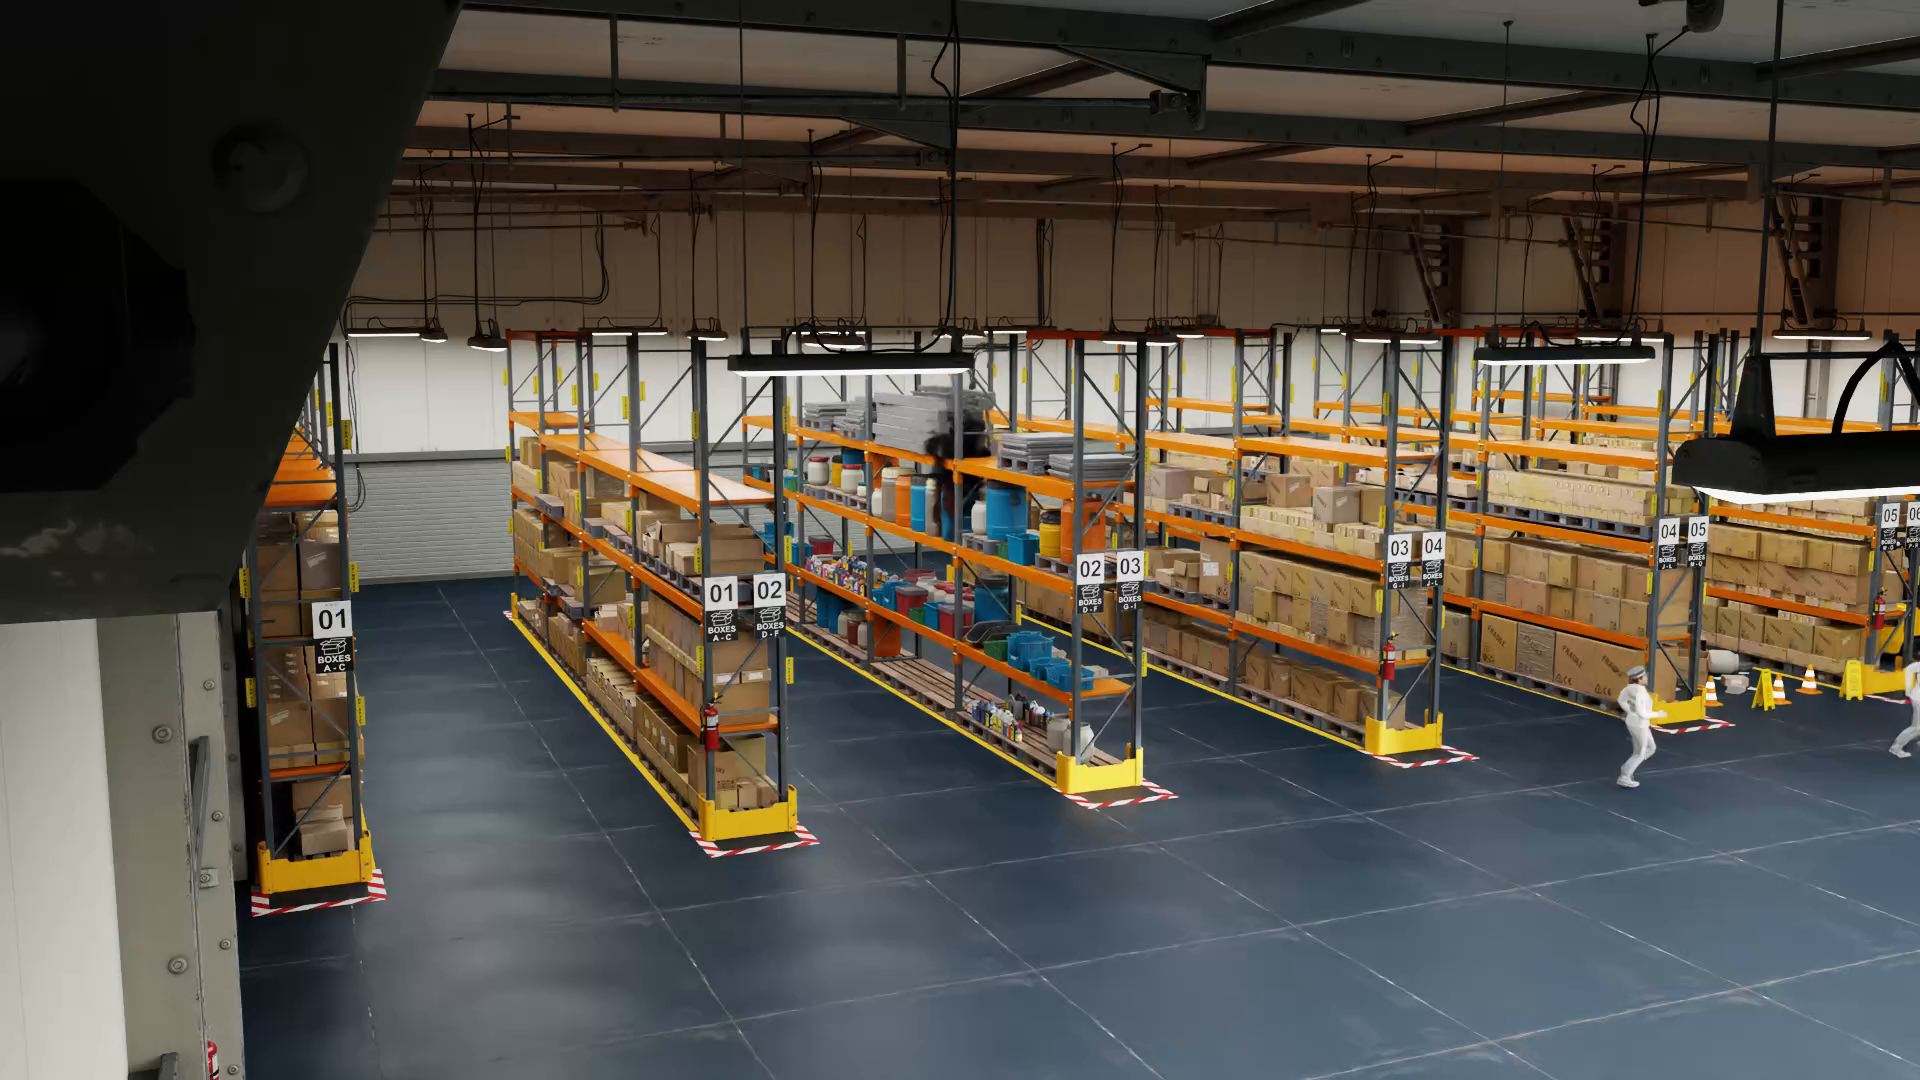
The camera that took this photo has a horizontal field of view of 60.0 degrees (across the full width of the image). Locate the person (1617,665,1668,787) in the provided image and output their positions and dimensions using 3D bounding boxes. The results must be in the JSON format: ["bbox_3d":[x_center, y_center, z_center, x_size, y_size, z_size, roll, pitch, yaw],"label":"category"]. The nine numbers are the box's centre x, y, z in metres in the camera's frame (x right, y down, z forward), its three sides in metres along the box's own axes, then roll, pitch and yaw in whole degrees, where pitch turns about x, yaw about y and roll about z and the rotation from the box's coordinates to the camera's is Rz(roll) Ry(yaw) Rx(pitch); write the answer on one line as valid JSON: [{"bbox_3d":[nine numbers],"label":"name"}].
[{"bbox_3d":[9.119,2.483,22.223,0.578,1.658,0.600,1,8,10],"label":"person"}]

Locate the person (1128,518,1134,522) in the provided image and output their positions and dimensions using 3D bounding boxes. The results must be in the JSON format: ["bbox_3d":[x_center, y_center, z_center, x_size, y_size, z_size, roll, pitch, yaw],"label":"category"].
[{"bbox_3d":[3.933,0.324,38.218,0.552,1.664,0.547,-2,8,-16],"label":"person"}]

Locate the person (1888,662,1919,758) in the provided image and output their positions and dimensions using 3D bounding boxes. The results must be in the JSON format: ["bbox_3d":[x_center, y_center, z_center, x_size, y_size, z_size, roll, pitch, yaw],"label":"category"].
[{"bbox_3d":[13.646,2.298,23.546,0.777,1.660,0.643,3,8,20],"label":"person"}]
